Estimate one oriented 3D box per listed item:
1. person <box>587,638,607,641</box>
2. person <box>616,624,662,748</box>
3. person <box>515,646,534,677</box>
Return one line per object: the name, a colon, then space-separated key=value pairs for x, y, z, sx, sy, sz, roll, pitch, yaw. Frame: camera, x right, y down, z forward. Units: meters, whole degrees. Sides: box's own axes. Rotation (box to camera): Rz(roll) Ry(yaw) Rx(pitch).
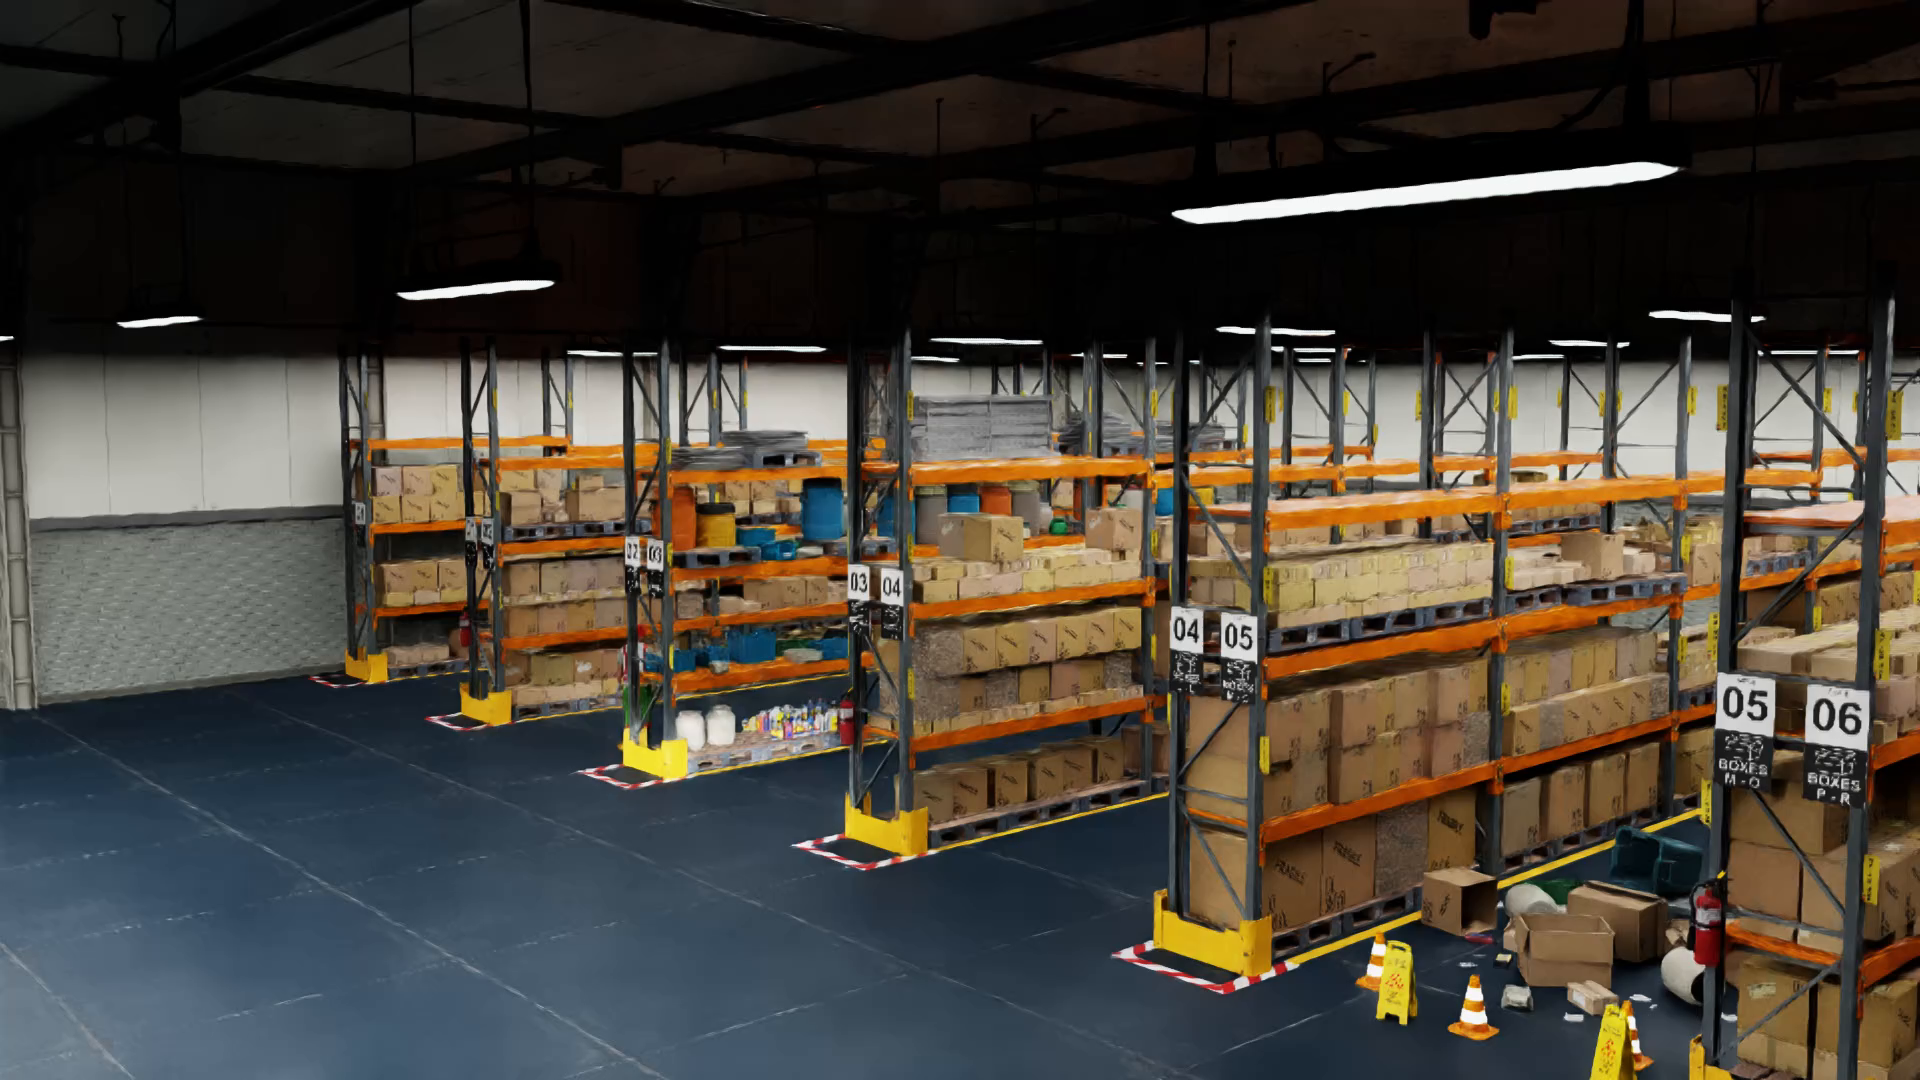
person: x=-6.904 y=1.548 z=31.439 sx=1.070 sy=1.583 sz=0.497 roll=-4 pitch=7 yaw=-39
person: x=-4.661 y=2.099 z=24.145 sx=0.653 sy=1.786 sz=0.569 roll=-1 pitch=5 yaw=-12
person: x=-7.490 y=1.757 z=28.459 sx=0.552 sy=1.742 sz=0.677 roll=-5 pitch=7 yaw=-42
